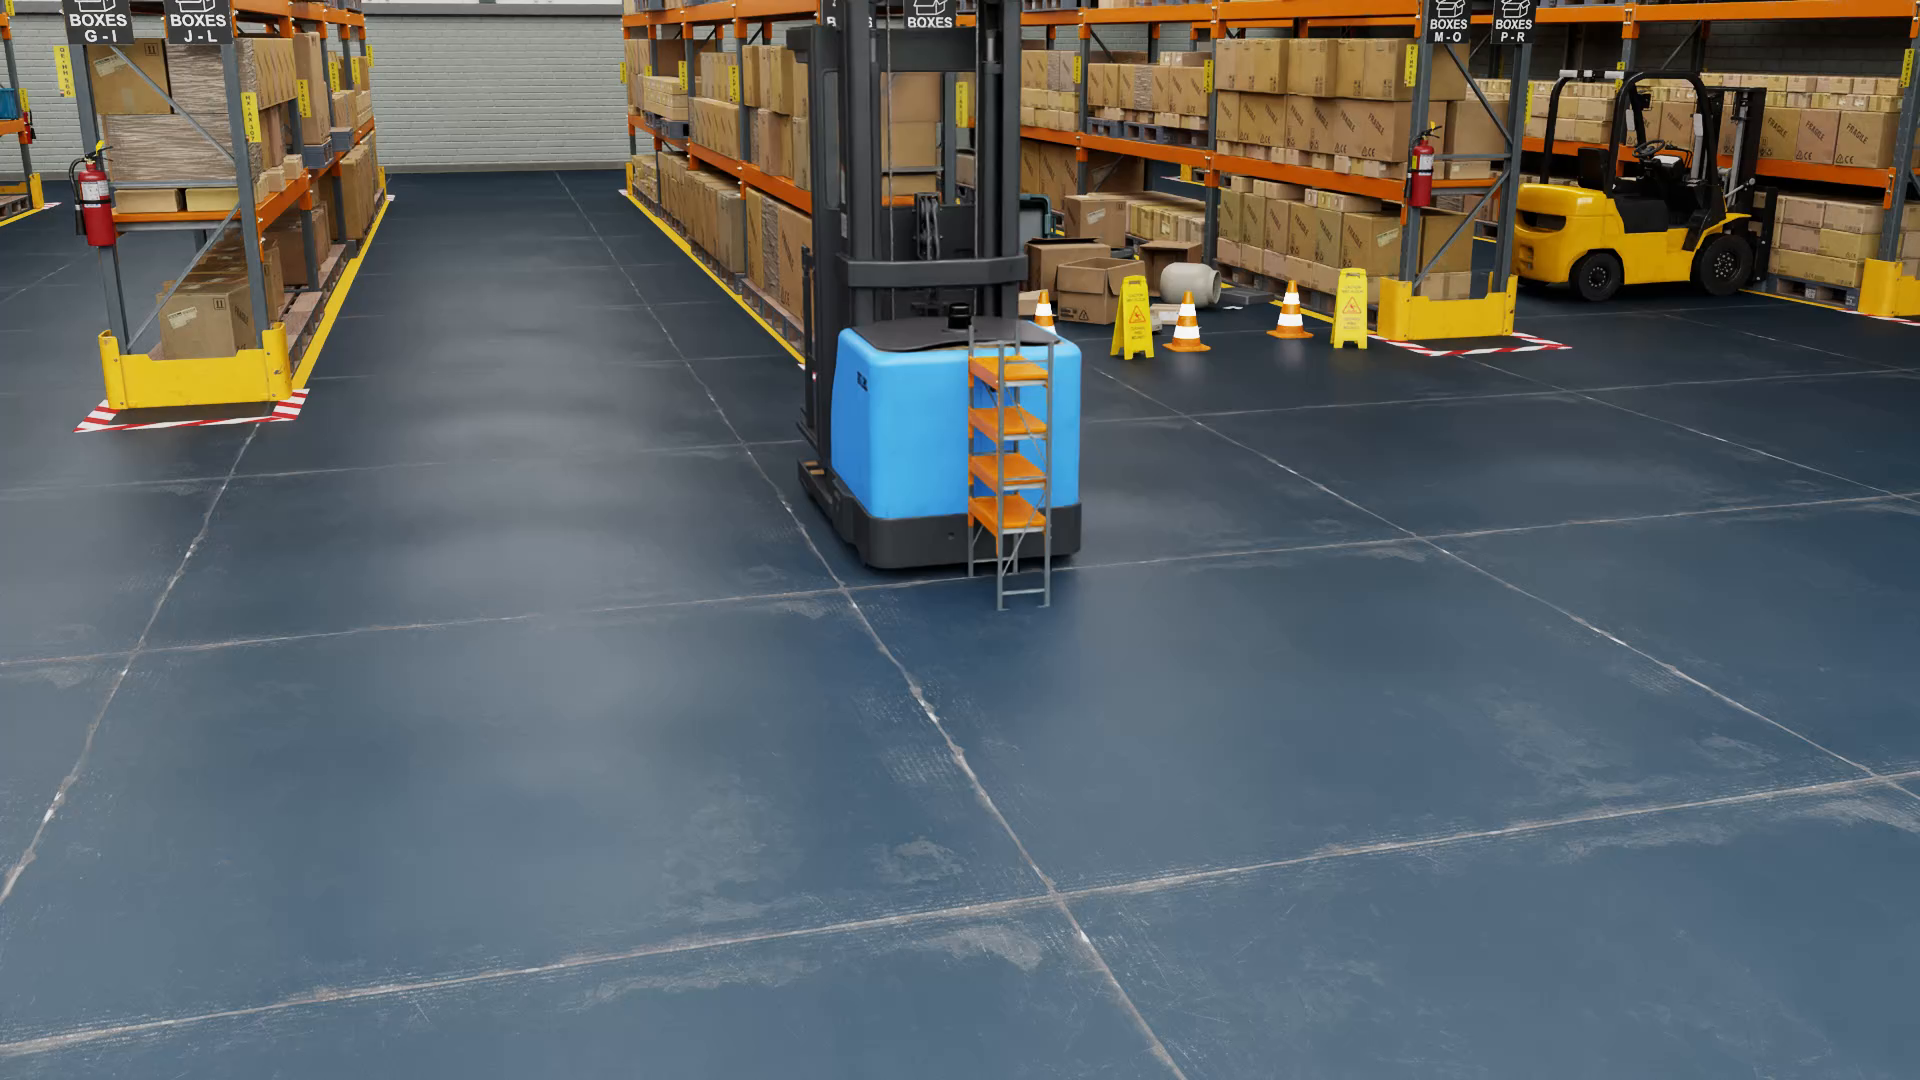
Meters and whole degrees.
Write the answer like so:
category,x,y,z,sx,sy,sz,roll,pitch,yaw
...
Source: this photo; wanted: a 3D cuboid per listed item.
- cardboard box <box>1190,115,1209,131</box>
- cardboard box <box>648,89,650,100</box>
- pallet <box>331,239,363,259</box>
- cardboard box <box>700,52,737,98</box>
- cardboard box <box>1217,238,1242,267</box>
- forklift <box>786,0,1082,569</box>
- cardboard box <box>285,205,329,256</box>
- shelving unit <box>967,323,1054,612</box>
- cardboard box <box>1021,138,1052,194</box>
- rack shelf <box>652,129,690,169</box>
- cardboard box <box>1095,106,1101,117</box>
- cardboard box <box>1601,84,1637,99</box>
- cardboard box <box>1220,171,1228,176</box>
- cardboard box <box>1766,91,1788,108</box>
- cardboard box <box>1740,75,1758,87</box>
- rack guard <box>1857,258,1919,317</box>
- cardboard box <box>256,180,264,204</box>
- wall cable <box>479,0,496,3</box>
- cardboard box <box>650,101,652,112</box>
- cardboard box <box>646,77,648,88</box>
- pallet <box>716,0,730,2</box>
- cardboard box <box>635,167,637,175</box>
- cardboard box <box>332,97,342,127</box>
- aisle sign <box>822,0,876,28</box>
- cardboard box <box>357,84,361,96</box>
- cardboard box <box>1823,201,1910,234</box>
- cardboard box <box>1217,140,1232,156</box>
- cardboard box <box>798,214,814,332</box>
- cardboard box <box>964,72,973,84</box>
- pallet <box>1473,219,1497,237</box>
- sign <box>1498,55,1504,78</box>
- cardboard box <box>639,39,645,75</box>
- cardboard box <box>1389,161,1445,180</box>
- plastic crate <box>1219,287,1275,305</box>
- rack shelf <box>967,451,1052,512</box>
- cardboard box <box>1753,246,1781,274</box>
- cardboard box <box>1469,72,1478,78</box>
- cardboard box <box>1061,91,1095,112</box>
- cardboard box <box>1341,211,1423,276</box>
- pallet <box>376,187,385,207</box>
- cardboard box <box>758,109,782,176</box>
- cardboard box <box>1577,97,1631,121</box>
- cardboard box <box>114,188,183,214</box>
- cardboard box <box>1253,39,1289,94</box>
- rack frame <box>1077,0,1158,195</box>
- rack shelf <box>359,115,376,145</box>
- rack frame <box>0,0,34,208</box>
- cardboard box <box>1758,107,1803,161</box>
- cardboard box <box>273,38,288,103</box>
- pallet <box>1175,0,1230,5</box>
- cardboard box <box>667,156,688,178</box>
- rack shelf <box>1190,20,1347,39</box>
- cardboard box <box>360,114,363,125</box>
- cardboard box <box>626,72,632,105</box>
category,x,y,z,sx,sy,sz,roll,pitch,yaw
cardboard box,2.697,-4.495,17.909,0.380,0.149,0.250,-4,17,-14
cardboard box,-4.015,-6.022,22.476,0.380,0.149,0.250,-4,17,-14
pallet,-7.668,-3.505,19.754,1.003,0.211,1.213,-5,17,-15
cardboard box,-2.613,-5.382,19.245,0.700,0.500,0.500,-5,17,-16
cardboard box,3.007,-2.993,17.252,0.500,0.250,0.500,-6,18,-18
forklift,-0.290,-1.653,8.862,1.130,2.935,3.031,-4,17,-14
cardboard box,-7.155,-3.294,17.784,0.700,0.500,0.500,-6,18,-20
shelving unit,0.219,-0.333,7.476,0.258,1.200,0.503,-4,17,-14
cardboard box,1.409,-5.276,23.764,0.875,0.875,0.875,-4,17,-14
rack shelf,-3.276,-5.189,21.764,1.077,0.370,4.000,-5,17,-15
cardboard box,1.916,-5.376,20.843,0.380,0.149,0.250,-6,18,-18
cardboard box,7.568,-5.123,18.990,0.380,0.149,0.250,-4,17,-13
cardboard box,4.852,-6.594,28.805,0.700,0.500,0.500,-4,17,-13
cardboard box,8.234,-4.366,16.471,0.380,0.149,0.250,-5,17,-15
cardboard box,8.194,-4.659,16.929,0.380,0.149,0.250,-5,17,-15
rack guard,8.982,-2.377,15.496,1.175,0.500,0.348,-5,17,-15
cardboard box,-5.279,-2.522,12.071,0.380,0.149,0.250,-5,17,-15
wall cable,-7.962,-13.080,30.762,2.277,5.999,0.120,-5,17,-15
cardboard box,-3.945,-5.807,22.278,0.380,0.149,0.250,-5,17,-15
cardboard box,-4.077,-6.231,22.654,0.380,0.149,0.250,-4,17,-14
pallet,-1.927,-5.469,16.563,0.805,0.209,1.217,-5,18,-17
cardboard box,-5.007,-5.926,26.676,0.380,0.149,0.250,-5,17,-16
cardboard box,-7.395,-4.820,19.112,0.500,0.500,0.500,-4,17,-14
aisle sign,-0.797,-3.970,11.934,0.394,0.787,0.004,-5,17,-15
cardboard box,-8.636,-6.442,23.125,0.500,0.500,0.500,-5,17,-15
cardboard box,8.549,-3.046,15.691,0.500,0.250,0.500,-4,17,-13
cardboard box,2.882,-4.061,17.193,0.380,0.149,0.250,-5,17,-16
cardboard box,-0.778,-2.134,13.305,0.875,0.875,0.875,-5,17,-15
cardboard box,0.379,-7.283,25.571,0.500,0.500,0.500,-5,17,-16
pallet,6.965,-4.227,22.158,1.003,0.211,1.213,-5,17,-15
sign,7.309,-6.393,22.508,0.100,0.325,0.005,-5,17,-15
cardboard box,-4.362,-7.008,24.138,0.500,0.500,0.500,-5,18,-17
cardboard box,3.895,-3.153,14.172,0.380,0.149,0.250,-4,17,-13
plastic crate,2.747,-2.396,16.290,0.402,0.080,0.583,-12,20,-34
rack shelf,0.219,-0.269,7.496,0.258,0.148,0.480,-4,17,-14
cardboard box,8.286,-2.847,16.766,0.500,0.250,0.500,-5,17,-15
cardboard box,6.785,-6.197,22.965,0.500,0.500,0.500,-4,17,-13
cardboard box,1.628,-5.681,21.544,0.500,0.250,0.500,-5,17,-15
cardboard box,3.733,-2.632,14.745,0.500,0.500,0.500,-5,17,-15
pallet,-9.427,-5.279,25.659,1.003,0.211,1.213,-5,17,-15
cardboard box,-1.306,-3.536,14.749,0.875,0.550,0.550,-5,17,-15
cardboard box,7.495,-4.970,19.176,0.500,0.250,0.500,-5,17,-16
cardboard box,-5.602,-2.346,11.484,0.380,0.149,0.250,-5,17,-15
cardboard box,3.248,-4.540,15.923,0.700,0.500,0.500,-5,17,-16
rack frame,2.005,-5.400,21.215,1.000,3.000,0.127,-5,17,-15
rack shelf,-9.172,-5.932,24.235,1.077,0.370,4.000,-5,17,-15
rack frame,-14.484,-6.438,24.670,1.000,3.000,0.127,-5,17,-15
cardboard box,8.313,-4.030,16.480,0.500,0.500,0.500,-5,17,-16
cardboard box,-5.761,-3.800,13.460,0.500,0.500,0.500,-5,17,-15
pallet,3.037,-5.819,17.724,1.213,0.211,1.003,-5,17,-15
cardboard box,-3.592,-4.936,21.983,0.500,0.250,0.500,-4,17,-13
rack shelf,5.128,-8.545,27.722,1.077,0.370,4.000,-5,17,-15
cardboard box,-8.529,-5.856,23.171,0.380,0.149,0.250,-4,17,-13
cardboard box,-5.067,-7.238,26.643,0.500,0.500,0.500,-4,17,-13
